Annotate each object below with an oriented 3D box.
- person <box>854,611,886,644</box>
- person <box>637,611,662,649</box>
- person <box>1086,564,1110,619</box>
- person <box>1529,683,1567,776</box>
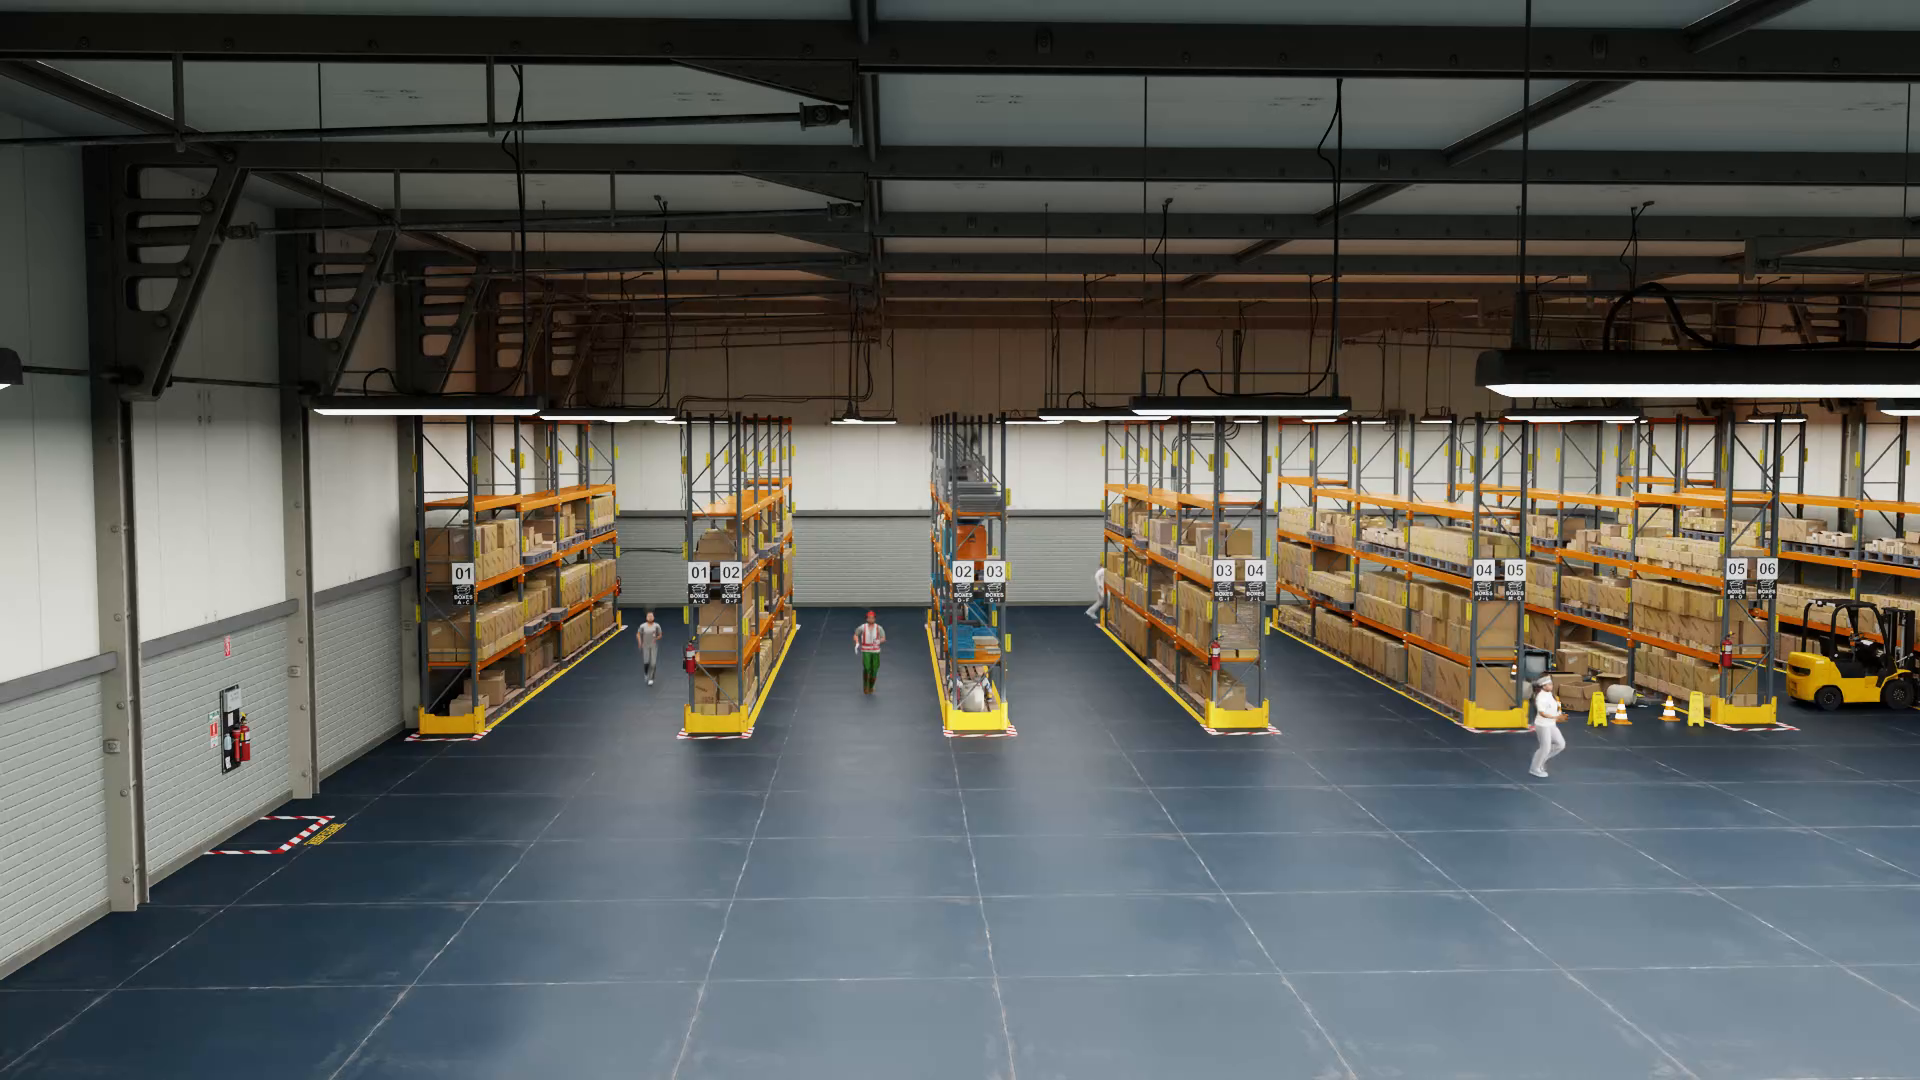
[{"bbox_3d":[-1.916,1.904,35.544,0.639,0.766,0.506,-1,4,-13],"label":"person"},{"bbox_3d":[-6.861,1.998,36.761,0.550,0.830,0.543,-1,4,-13],"label":"person"},{"bbox_3d":[4.211,1.551,49.109,0.961,1.732,0.725,0,4,5],"label":"person"},{"bbox_3d":[9.635,3.067,27.203,0.587,1.599,0.558,3,5,38],"label":"person"}]
